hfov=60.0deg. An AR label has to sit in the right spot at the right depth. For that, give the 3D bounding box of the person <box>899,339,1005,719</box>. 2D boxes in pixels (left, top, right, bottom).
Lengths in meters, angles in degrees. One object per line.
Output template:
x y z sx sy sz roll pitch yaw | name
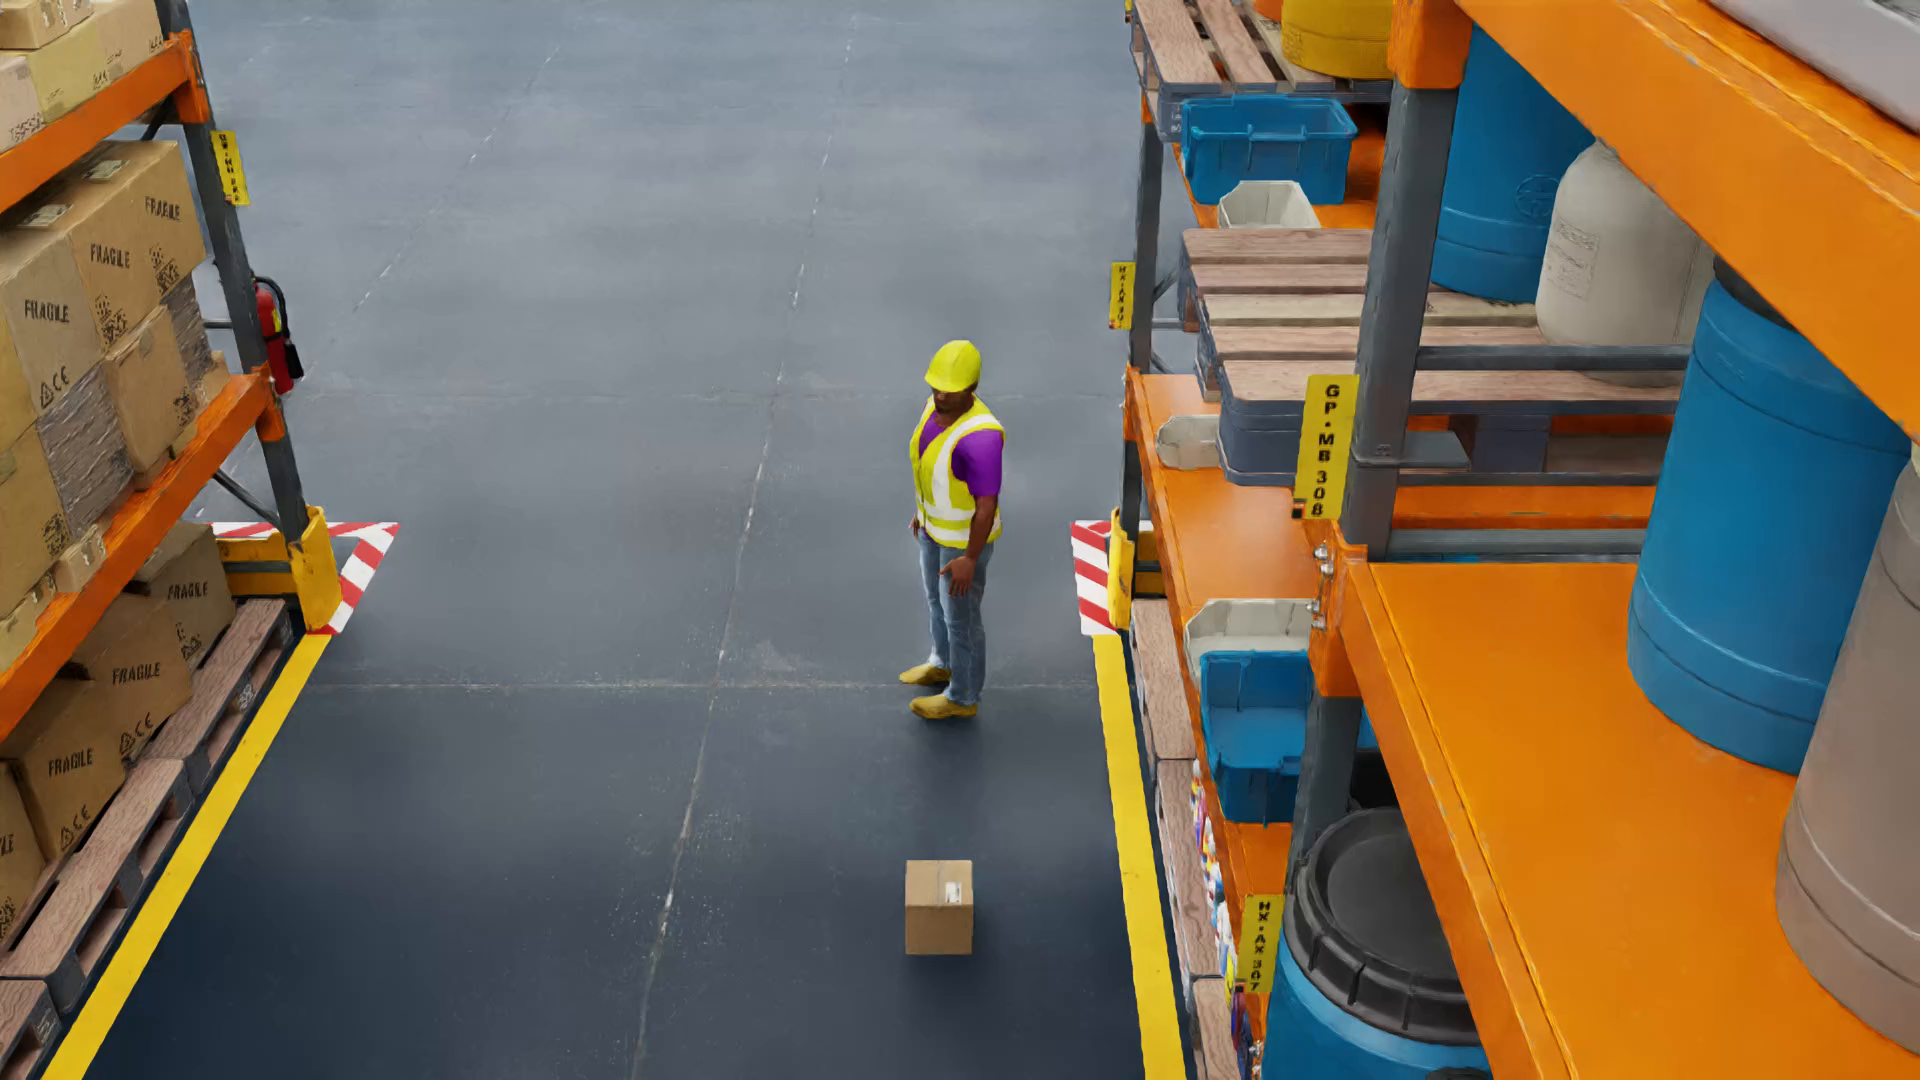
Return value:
-0.052 -0.021 7.146 0.416 1.811 0.619 -13 34 -20 | person
